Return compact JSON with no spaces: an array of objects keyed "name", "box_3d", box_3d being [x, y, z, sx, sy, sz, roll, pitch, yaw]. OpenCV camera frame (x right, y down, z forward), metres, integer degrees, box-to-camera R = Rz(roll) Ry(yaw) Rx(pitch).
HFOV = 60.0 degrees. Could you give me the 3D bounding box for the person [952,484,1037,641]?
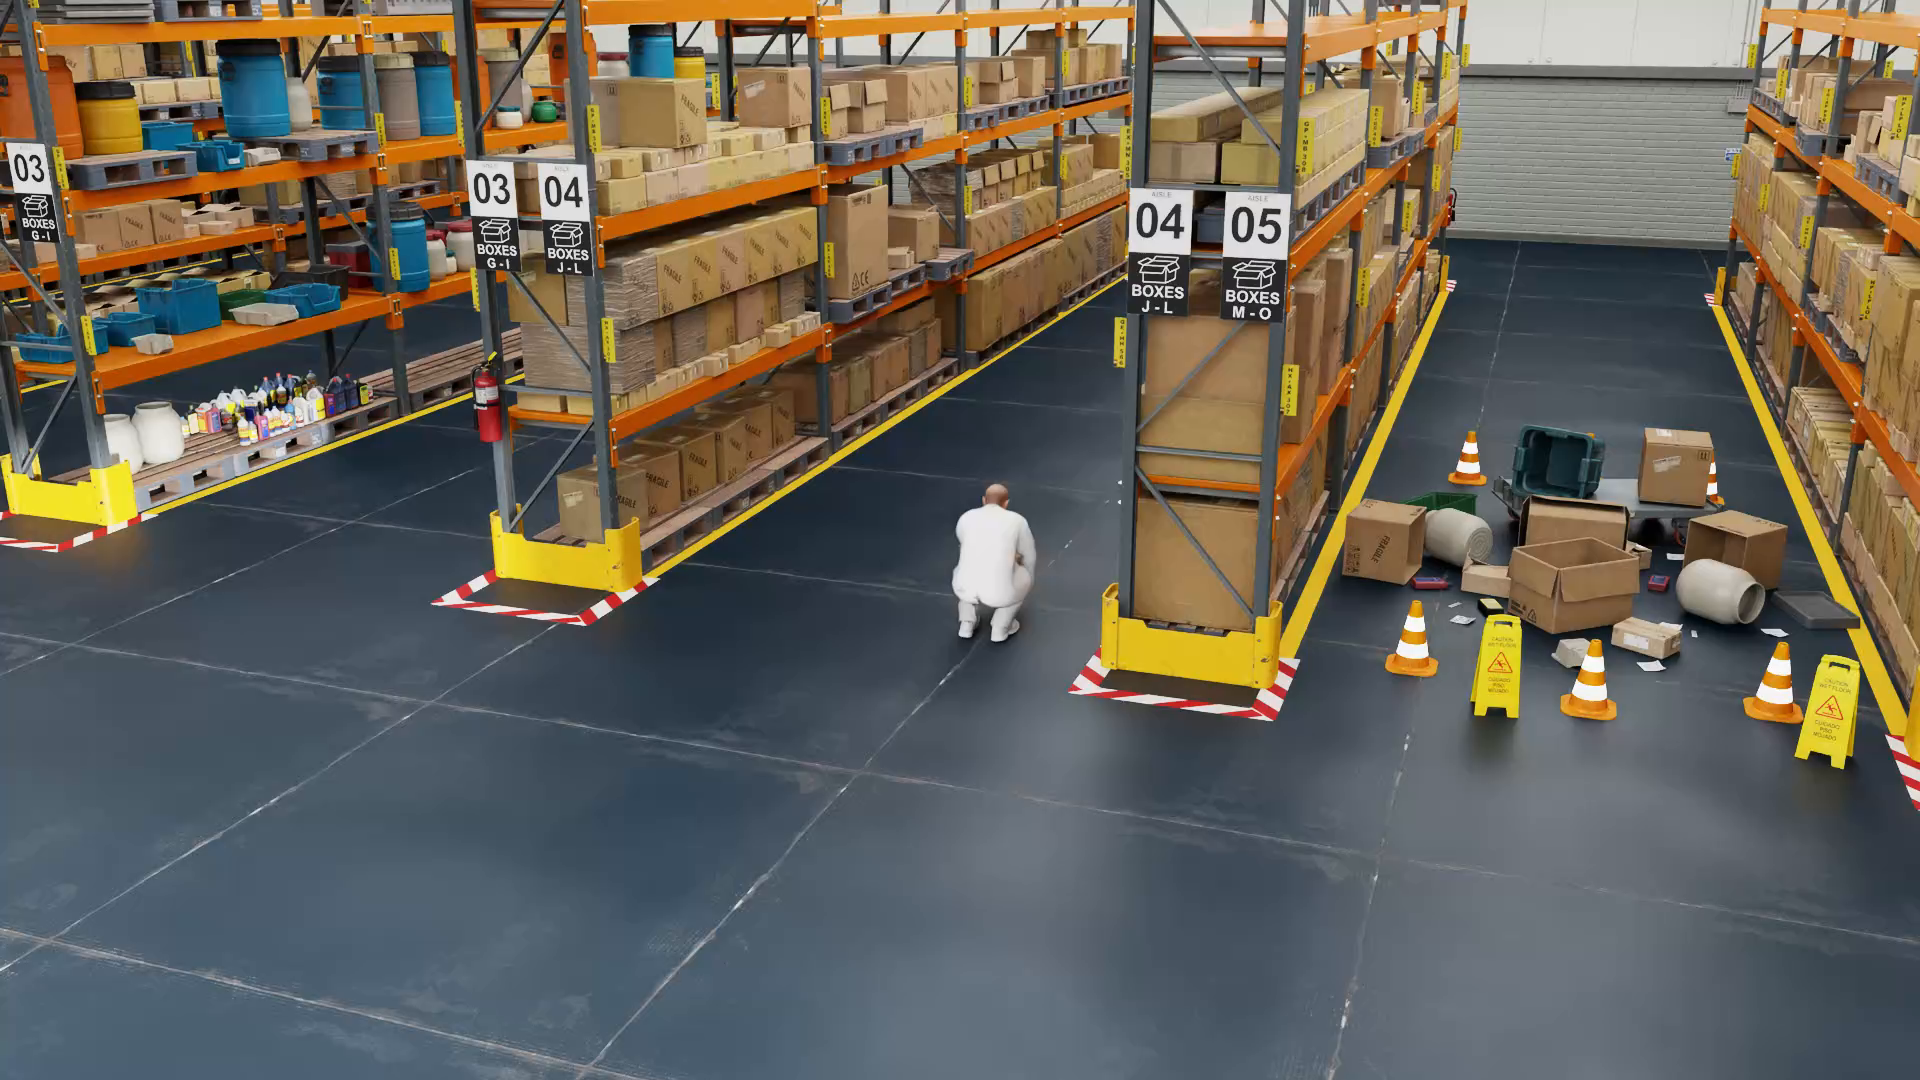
[{"name":"person","box_3d":[0.246,0.200,11.928,0.593,0.873,0.910,6,19,18]}]
